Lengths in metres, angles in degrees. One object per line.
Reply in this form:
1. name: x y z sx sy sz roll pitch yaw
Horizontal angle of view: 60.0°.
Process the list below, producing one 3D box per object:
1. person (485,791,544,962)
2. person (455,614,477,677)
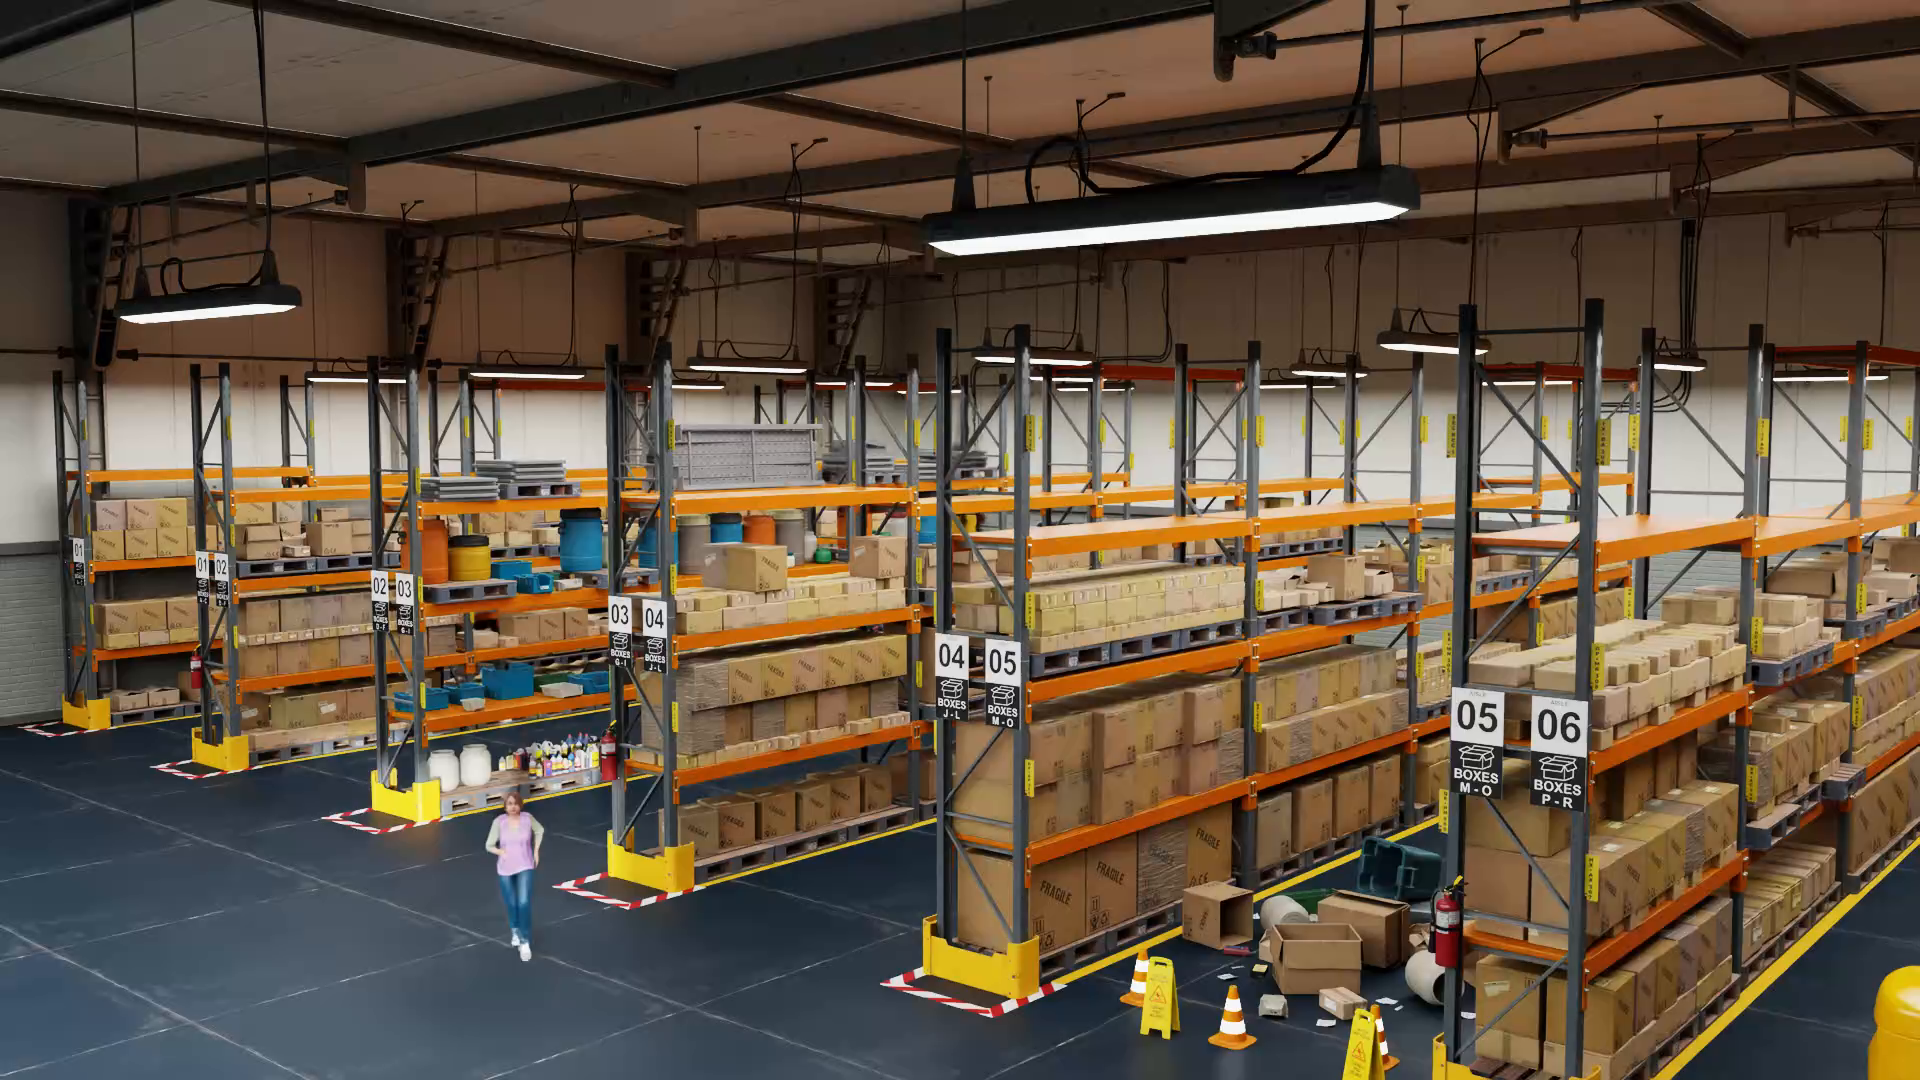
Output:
1. person: -4.286 3.214 16.001 0.524 1.629 0.702 -1 4 -9
2. person: -8.882 2.165 30.071 0.680 1.688 0.610 4 6 43
